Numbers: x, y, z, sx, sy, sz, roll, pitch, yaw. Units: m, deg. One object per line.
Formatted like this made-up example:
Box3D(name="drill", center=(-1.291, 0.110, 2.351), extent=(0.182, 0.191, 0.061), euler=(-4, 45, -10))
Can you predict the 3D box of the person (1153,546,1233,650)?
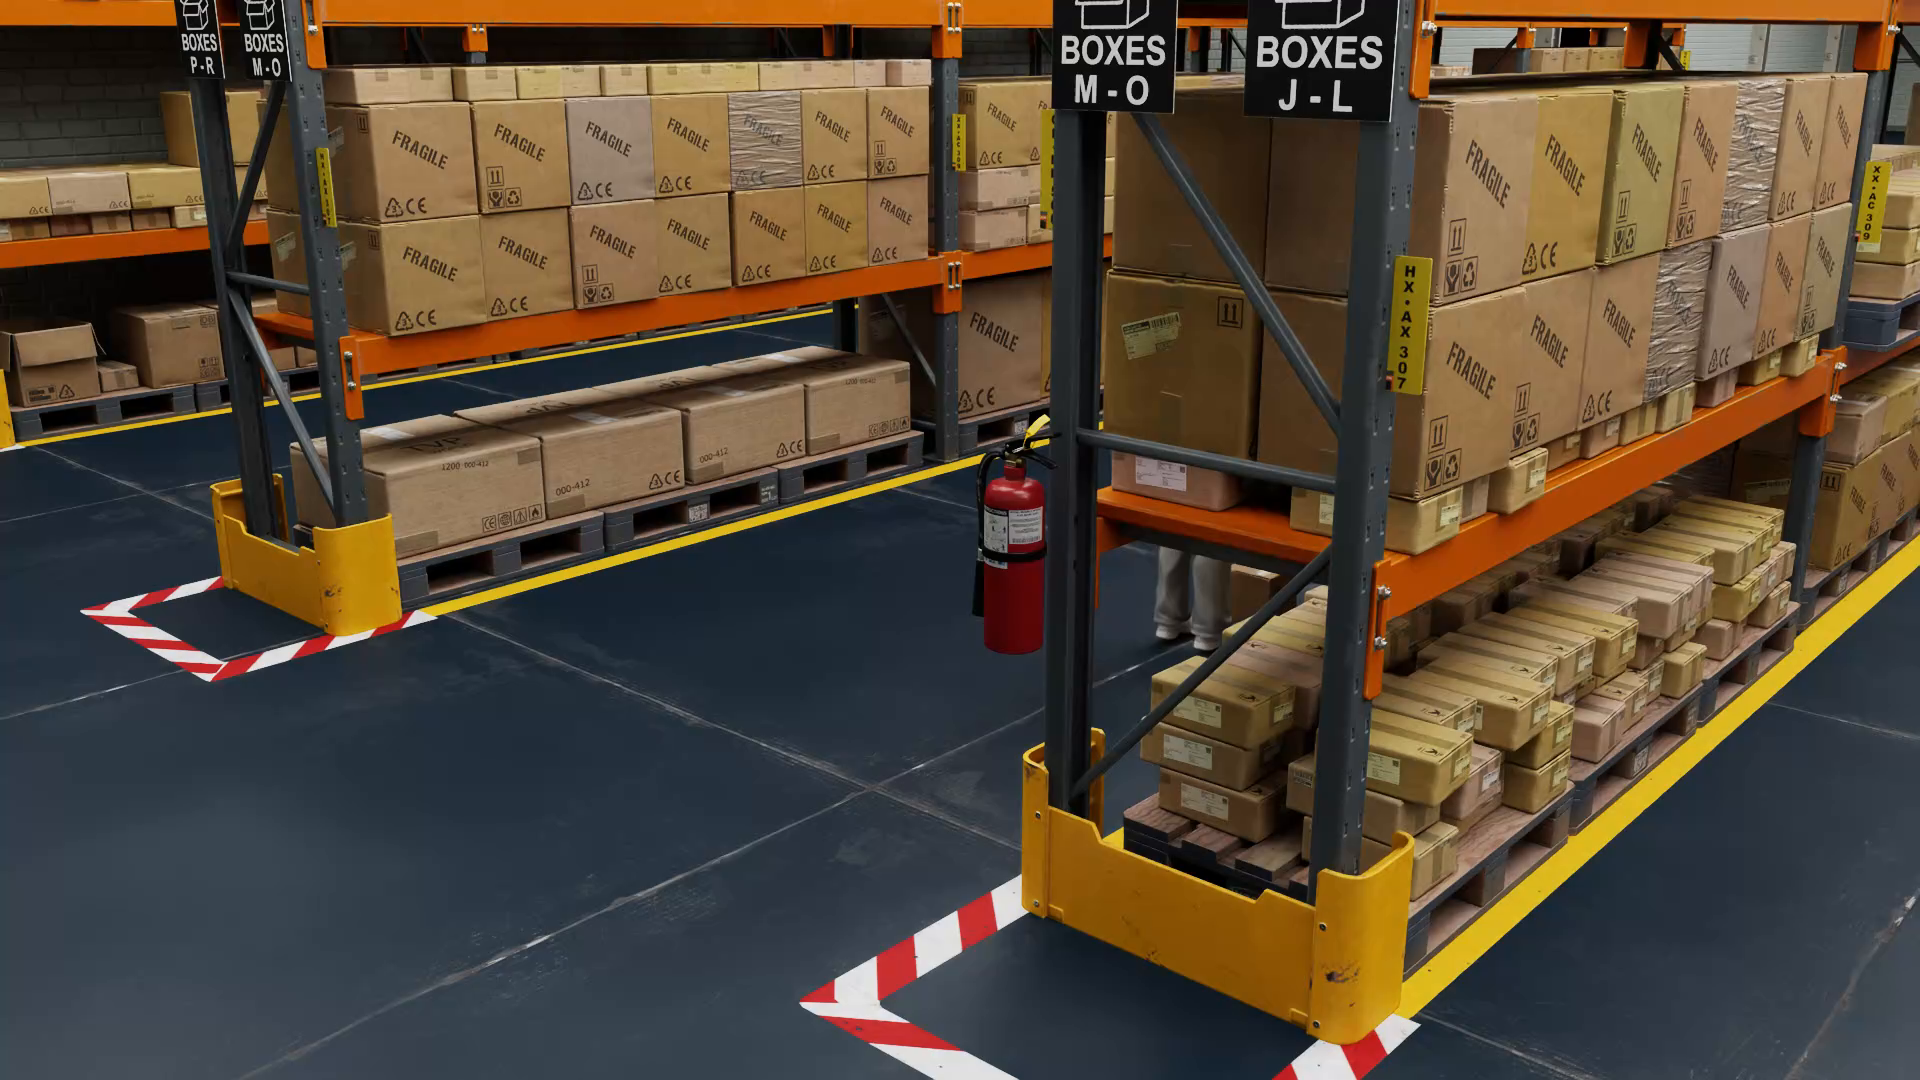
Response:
Box3D(name="person", center=(1.030, -0.357, 7.169), extent=(0.397, 1.676, 0.441), euler=(-15, 22, -39))
